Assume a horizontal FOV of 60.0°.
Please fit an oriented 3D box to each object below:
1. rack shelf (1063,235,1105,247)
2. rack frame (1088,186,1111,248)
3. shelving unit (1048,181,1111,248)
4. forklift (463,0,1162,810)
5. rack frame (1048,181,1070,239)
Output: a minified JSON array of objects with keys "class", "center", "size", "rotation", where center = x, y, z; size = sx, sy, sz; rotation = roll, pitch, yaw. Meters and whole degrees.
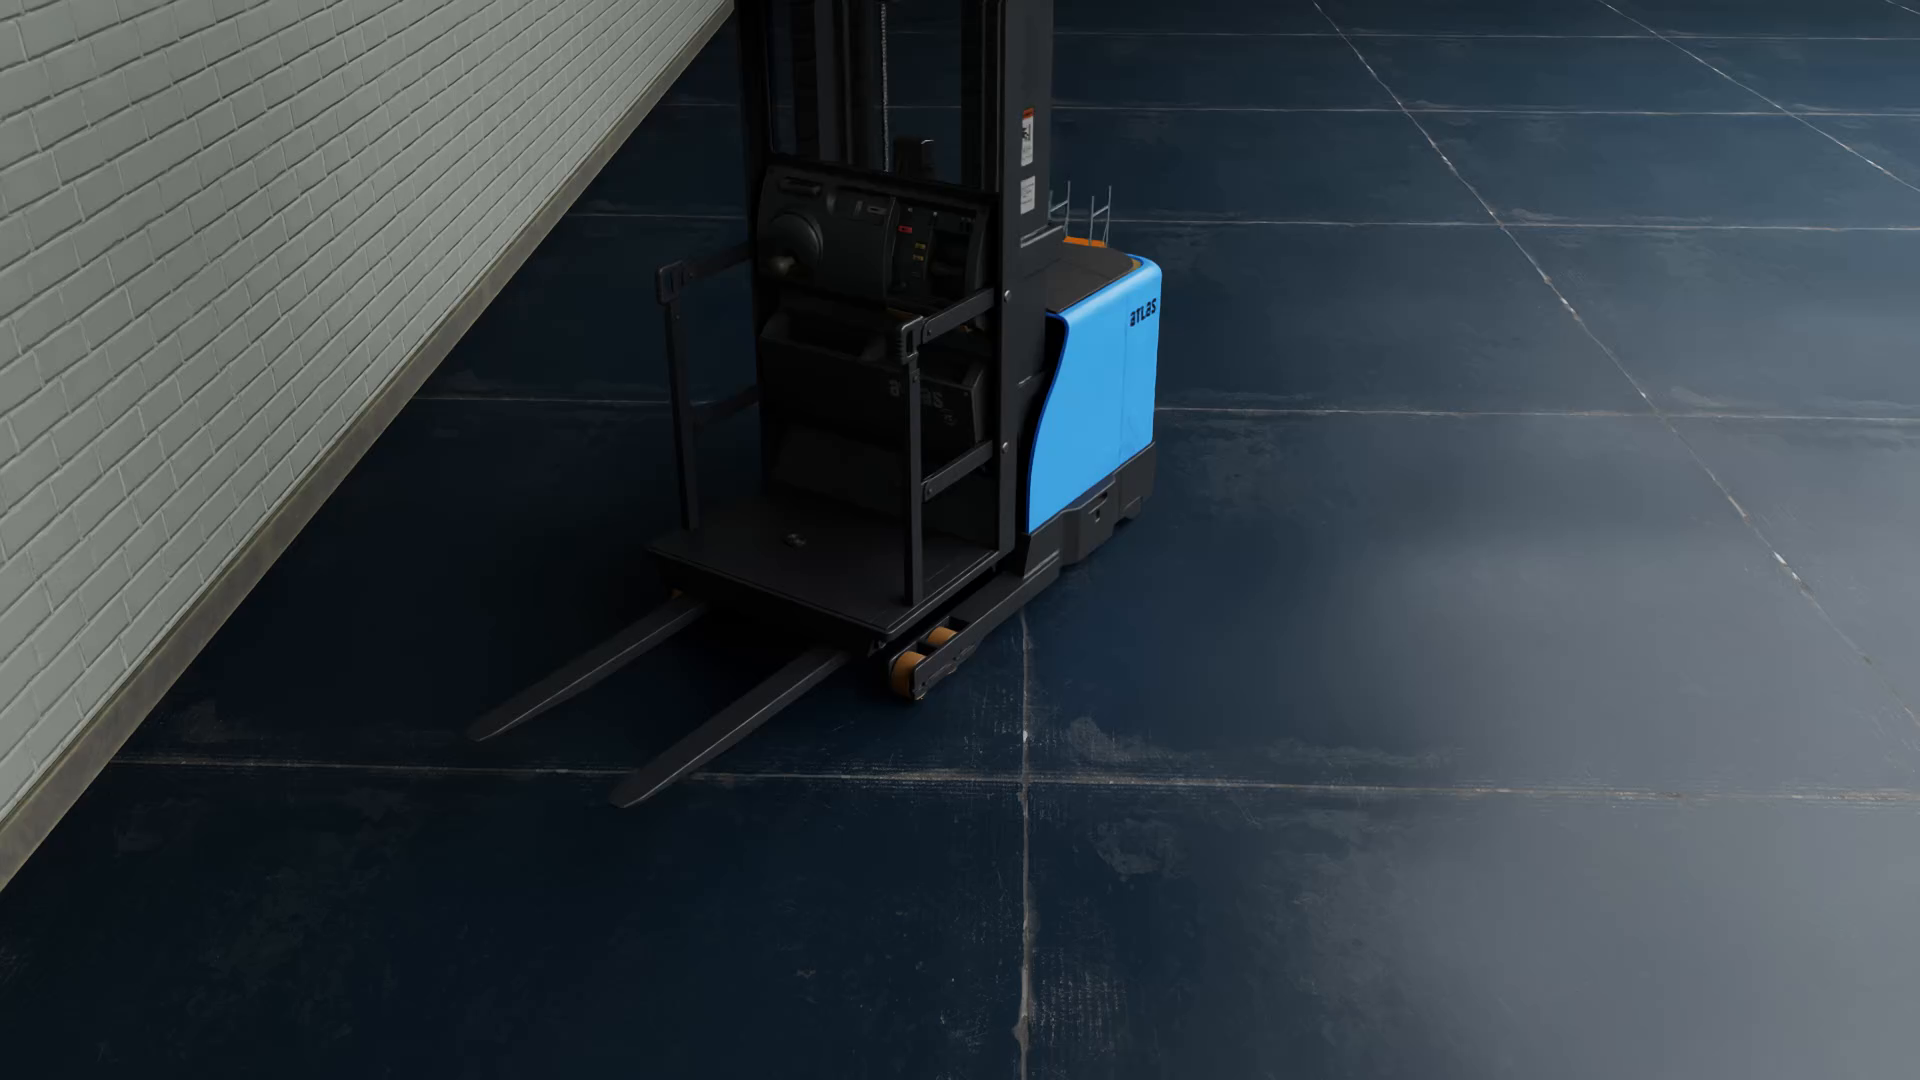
[{"class":"rack shelf","center":[0.495,-1.208,7.056],"size":[0.180,0.103,0.258],"rotation":[11,26,21]},{"class":"rack frame","center":[0.570,-0.903,7.153],"size":[0.006,1.200,0.240],"rotation":[11,26,21]},{"class":"shelving unit","center":[0.486,-0.920,7.186],"size":[0.189,1.200,0.258],"rotation":[11,26,21]},{"class":"forklift","center":[-0.422,-0.998,5.504],"size":[1.130,2.935,3.031],"rotation":[17,32,29]},{"class":"rack frame","center":[0.402,-0.937,7.218],"size":[0.006,1.200,0.240],"rotation":[11,26,21]}]
